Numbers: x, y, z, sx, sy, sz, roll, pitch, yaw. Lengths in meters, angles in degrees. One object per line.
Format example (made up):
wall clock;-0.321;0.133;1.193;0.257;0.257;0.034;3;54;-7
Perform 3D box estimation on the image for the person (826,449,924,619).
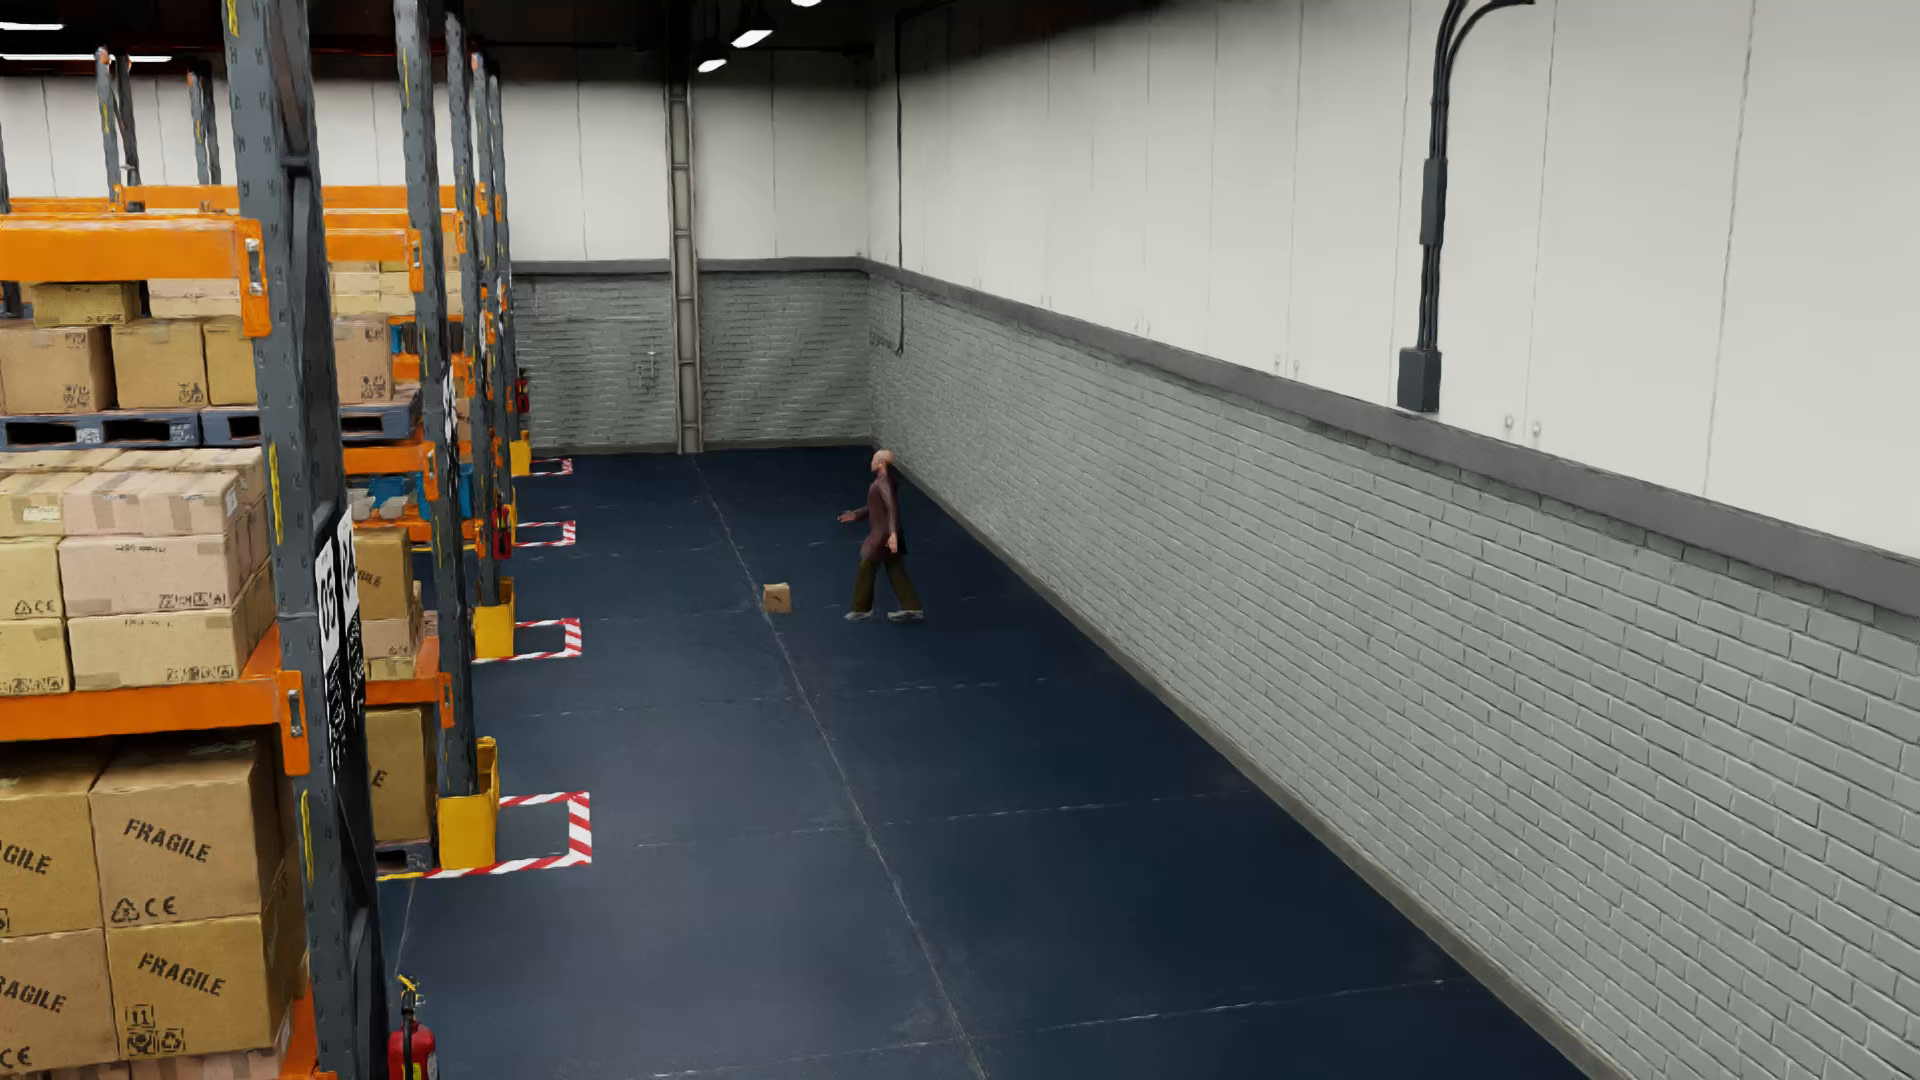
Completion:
person;-0.884;-0.044;16.788;1.074;1.725;0.697;3;13;15
